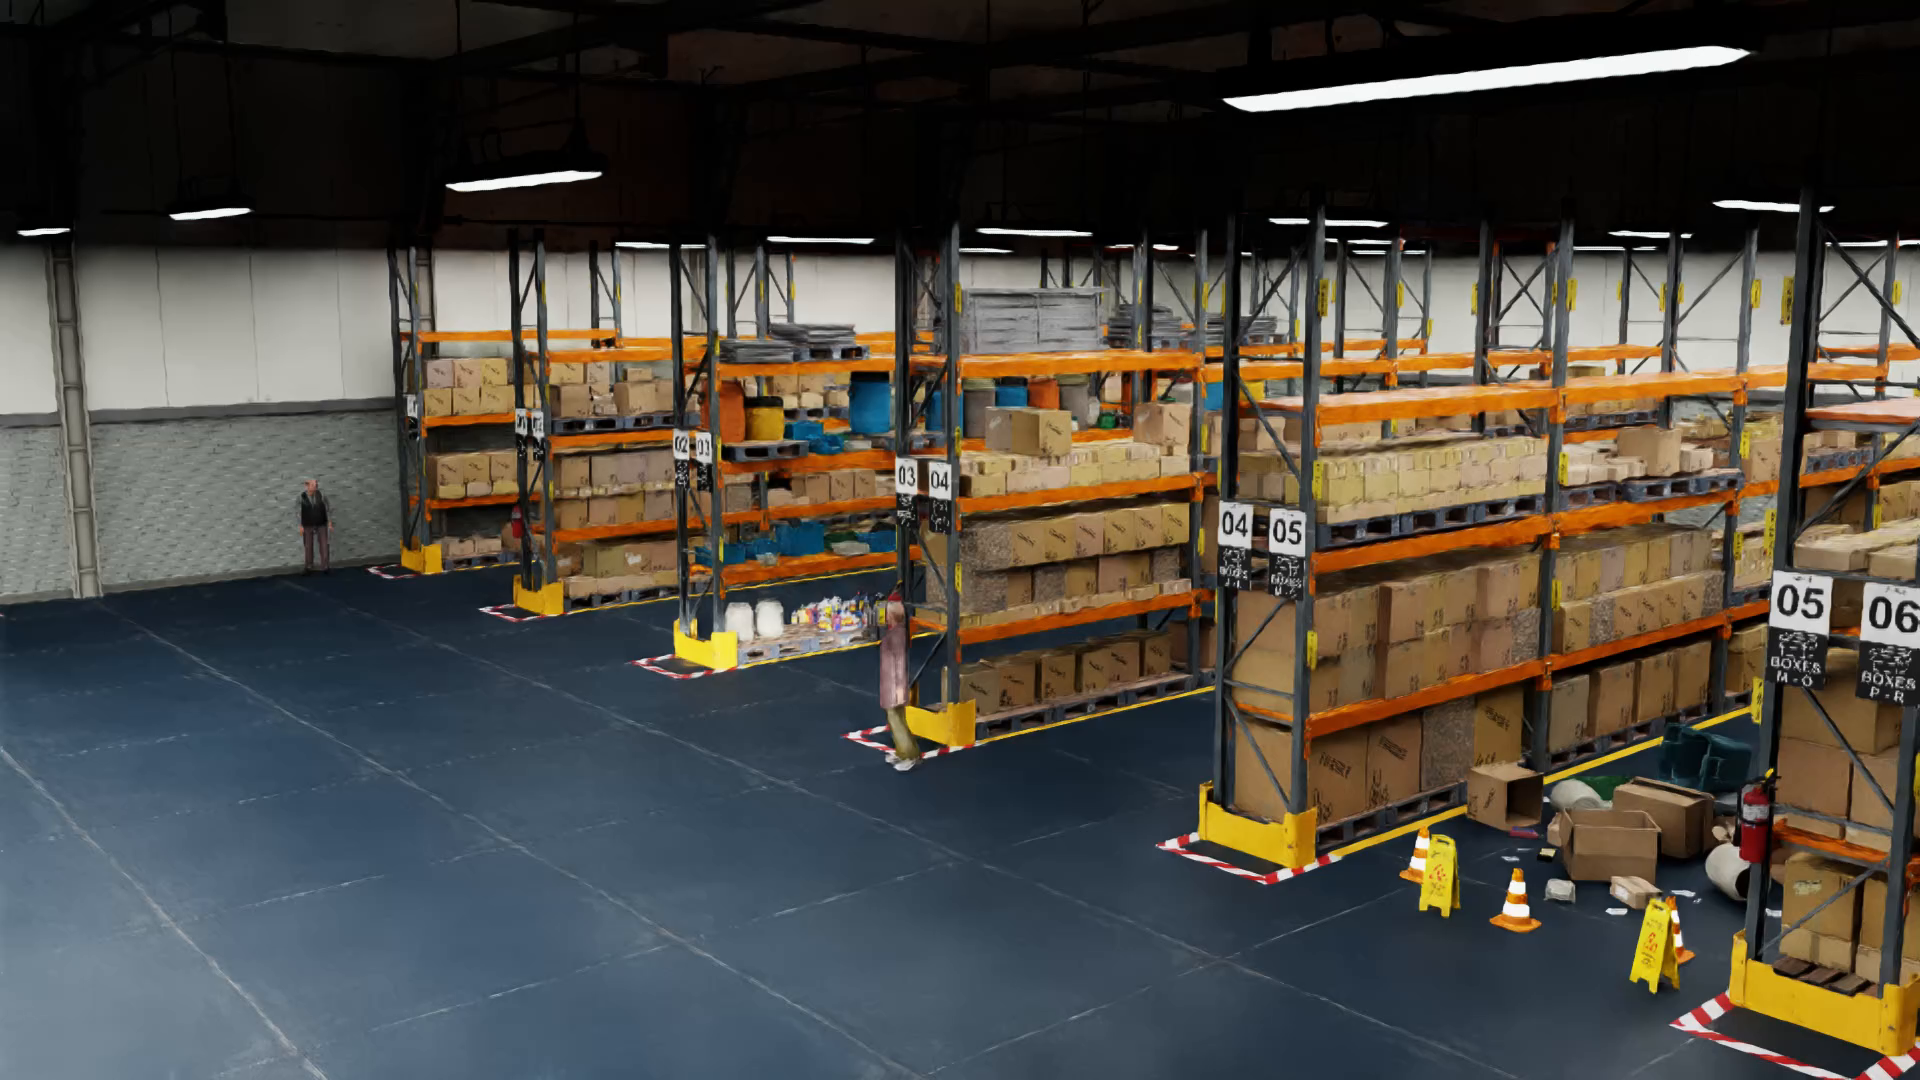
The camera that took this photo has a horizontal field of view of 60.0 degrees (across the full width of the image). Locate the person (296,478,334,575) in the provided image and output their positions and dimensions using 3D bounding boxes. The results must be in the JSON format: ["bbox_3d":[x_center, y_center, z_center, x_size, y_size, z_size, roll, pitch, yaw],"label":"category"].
[{"bbox_3d":[-11.490,-0.241,29.594,0.614,1.726,0.413,-3,9,-21],"label":"person"}]

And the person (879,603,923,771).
[{"bbox_3d":[-0.627,1.561,17.880,0.477,1.769,0.682,1,9,4],"label":"person"}]
